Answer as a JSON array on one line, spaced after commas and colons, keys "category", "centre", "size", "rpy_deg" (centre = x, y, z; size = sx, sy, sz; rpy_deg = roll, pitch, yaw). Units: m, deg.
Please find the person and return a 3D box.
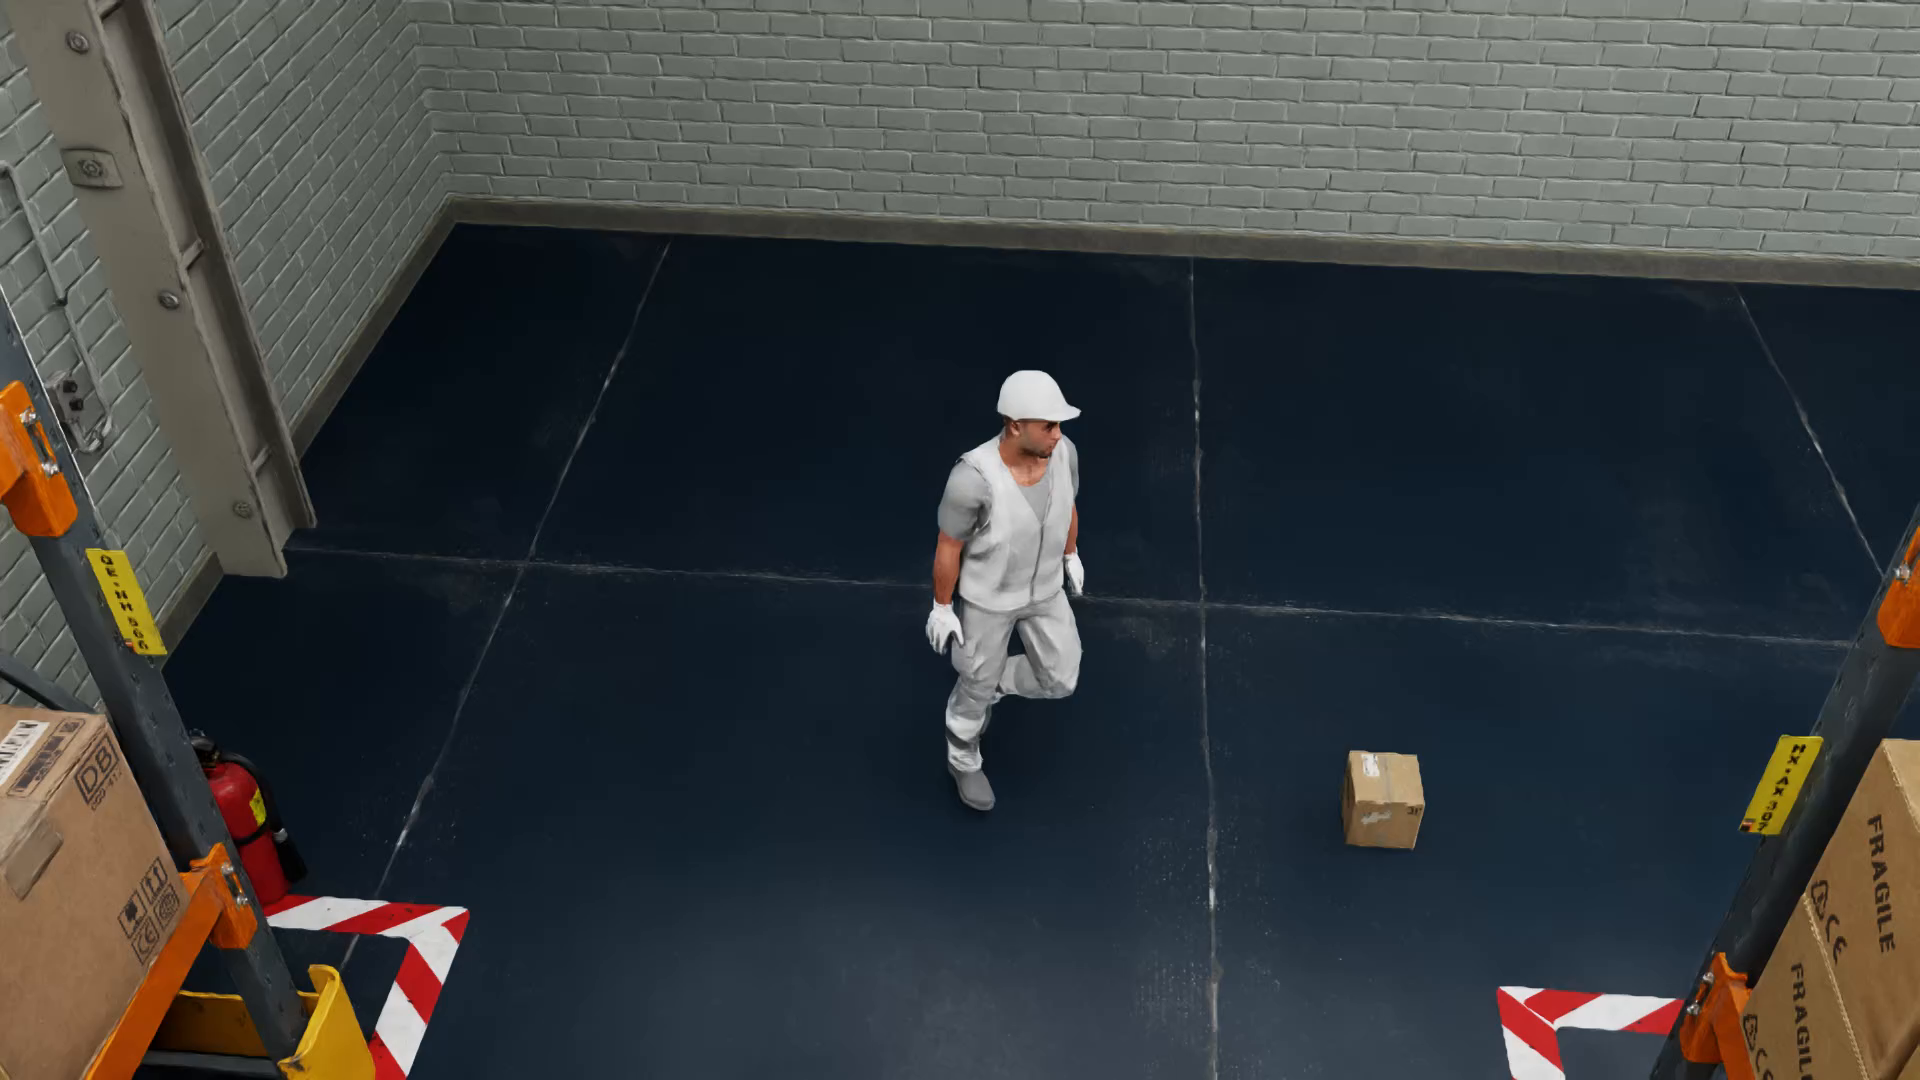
[{"category": "person", "centre": [0.174, 0.169, 5.912], "size": [0.677, 1.771, 0.518], "rpy_deg": [-21, 44, -24]}]
